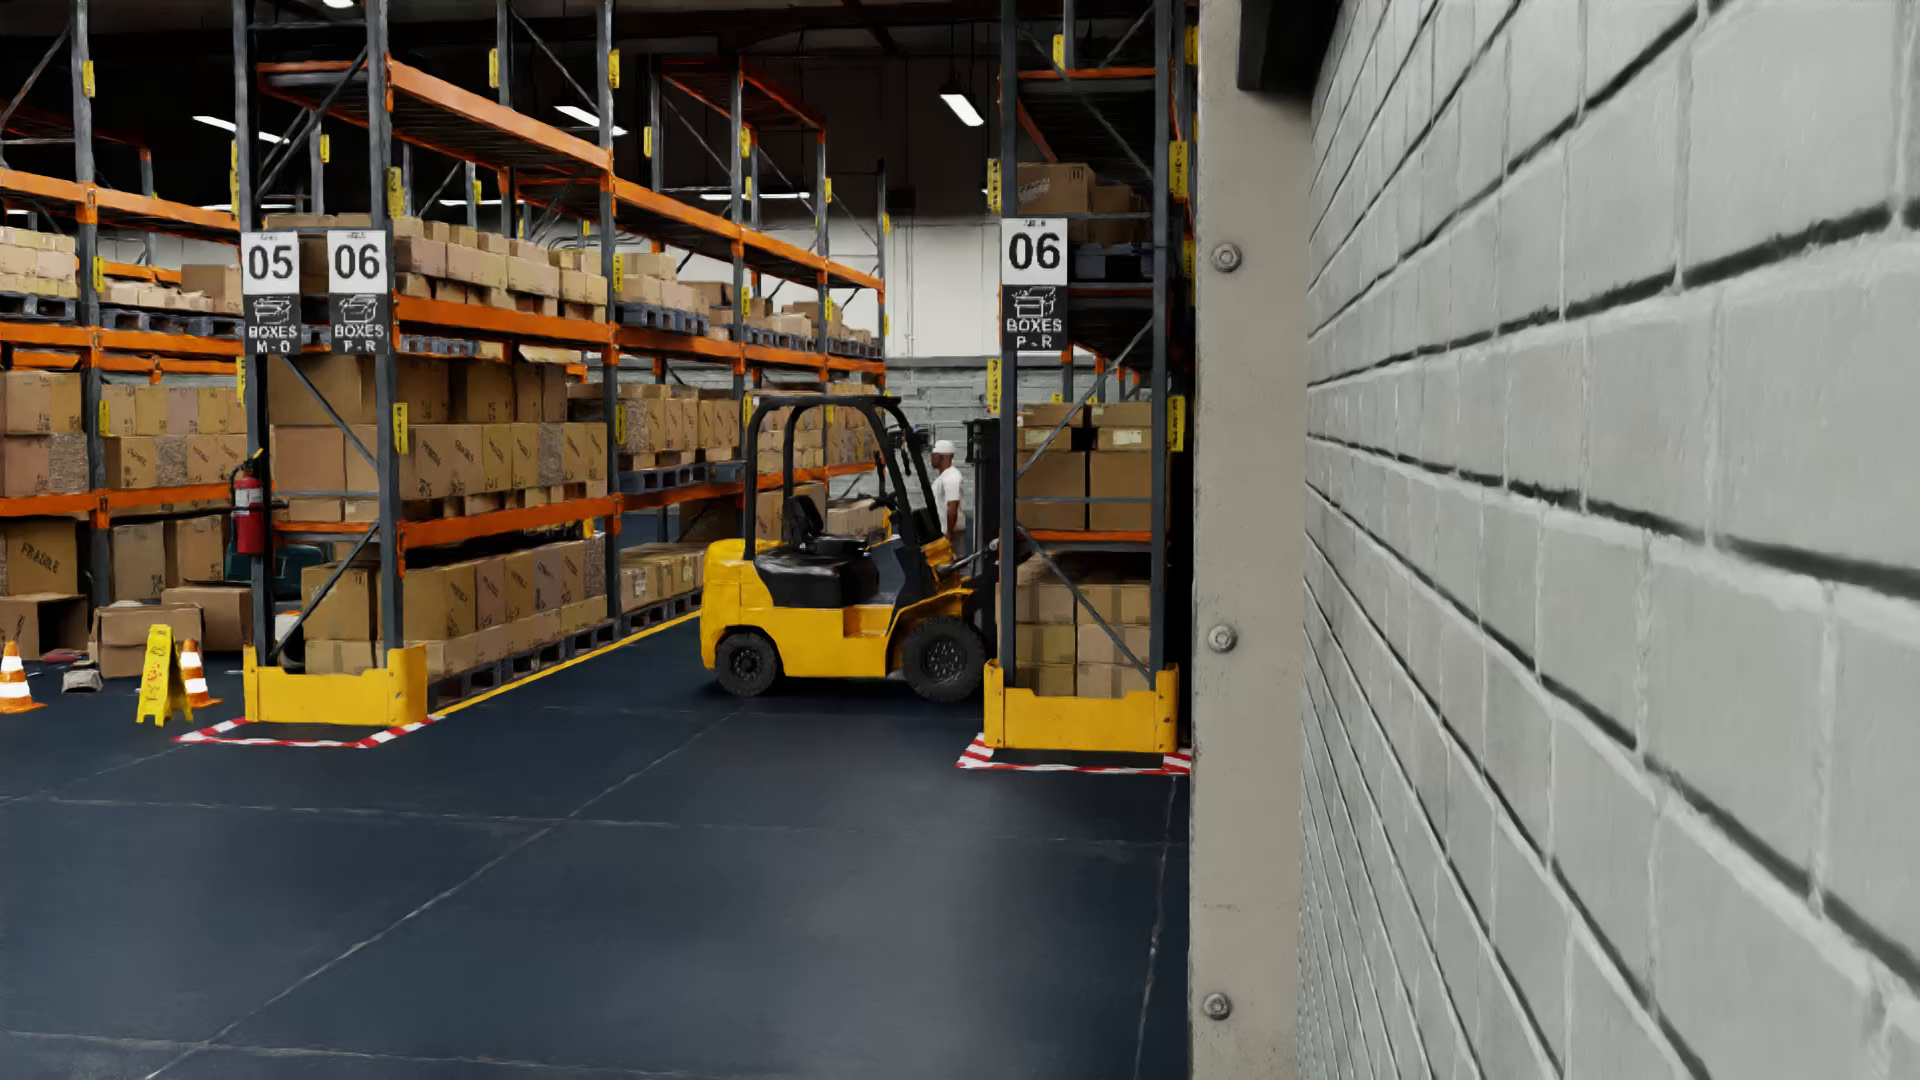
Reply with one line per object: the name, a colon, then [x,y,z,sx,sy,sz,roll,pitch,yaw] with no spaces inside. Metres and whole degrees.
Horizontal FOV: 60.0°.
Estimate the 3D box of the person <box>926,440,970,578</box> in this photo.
person: [-0.170,-0.082,16.012,0.637,1.767,0.683,-1,5,-12]
